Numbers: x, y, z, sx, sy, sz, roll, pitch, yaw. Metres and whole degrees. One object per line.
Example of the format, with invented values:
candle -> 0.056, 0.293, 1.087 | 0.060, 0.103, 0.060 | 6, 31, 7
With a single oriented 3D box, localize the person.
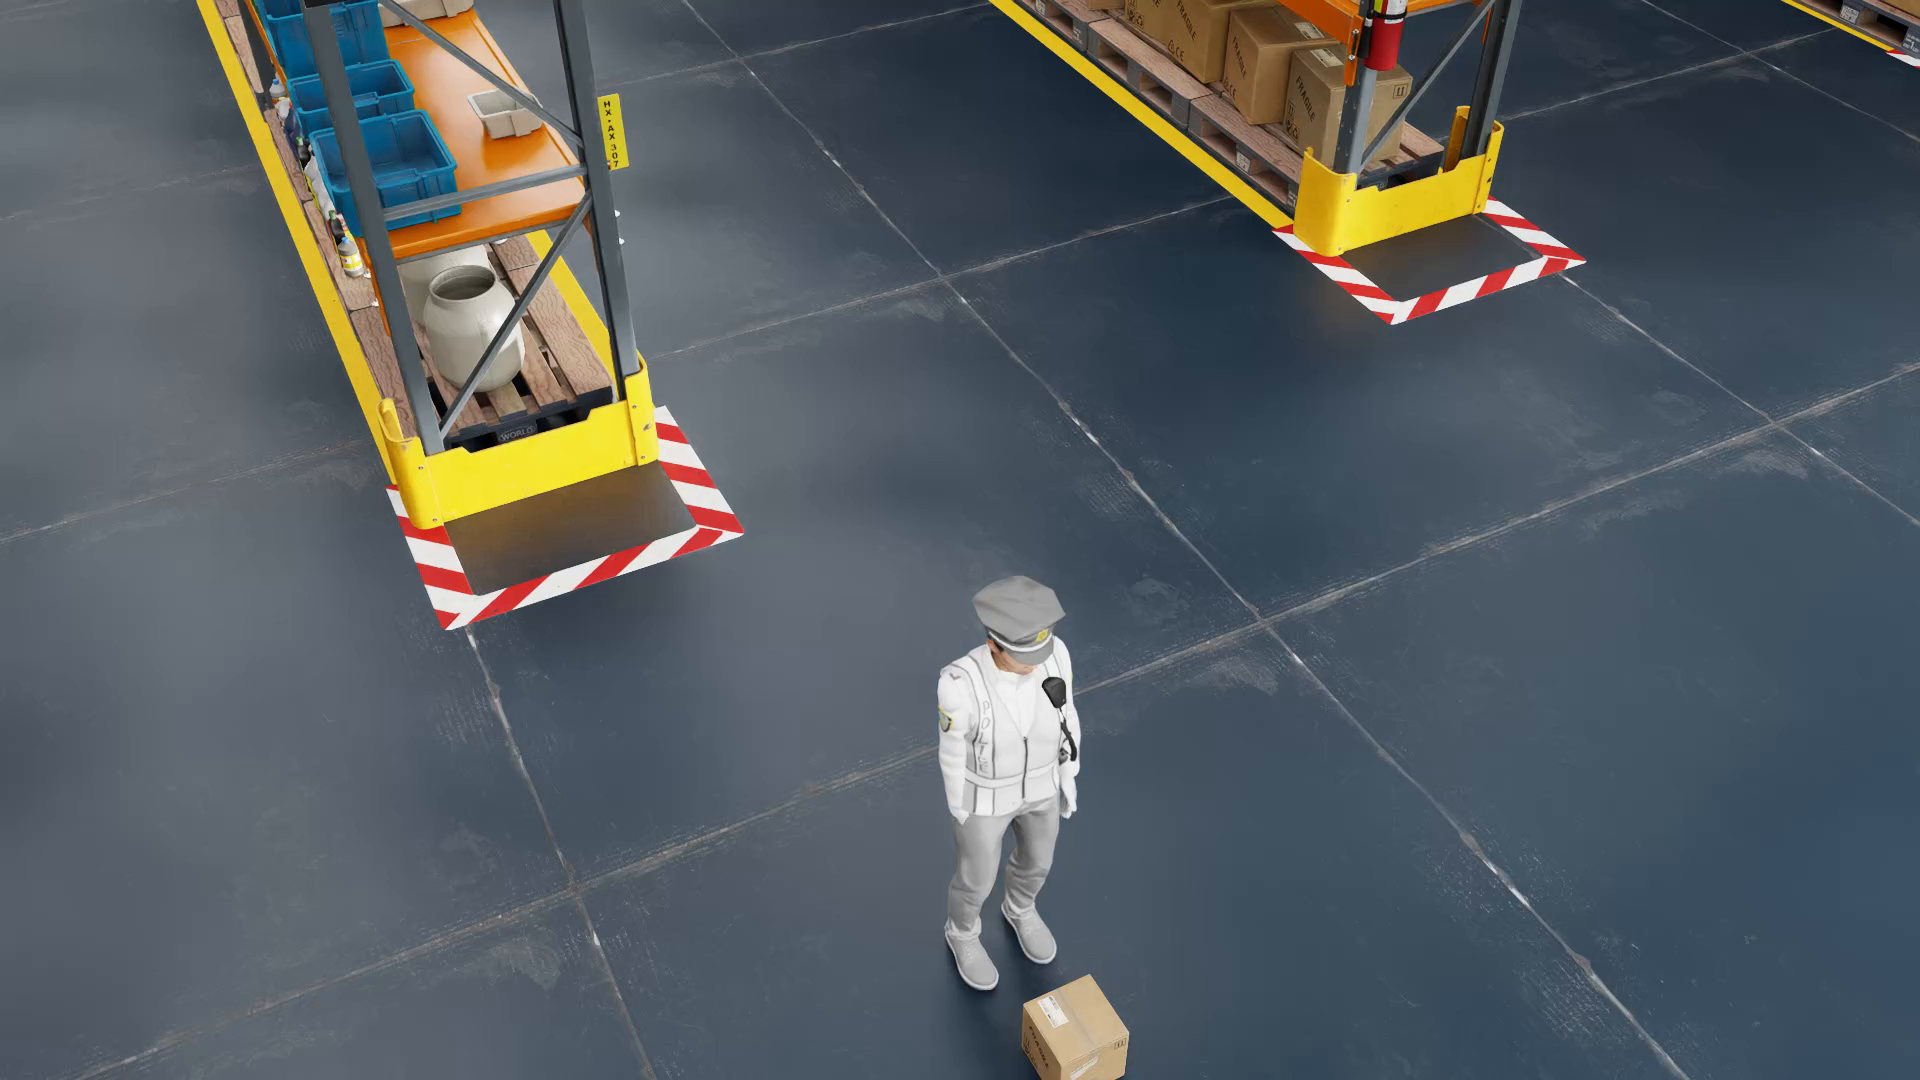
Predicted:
person -> 0.164, 0.792, 5.272 | 0.471, 1.665, 0.327 | -18, 45, -19
